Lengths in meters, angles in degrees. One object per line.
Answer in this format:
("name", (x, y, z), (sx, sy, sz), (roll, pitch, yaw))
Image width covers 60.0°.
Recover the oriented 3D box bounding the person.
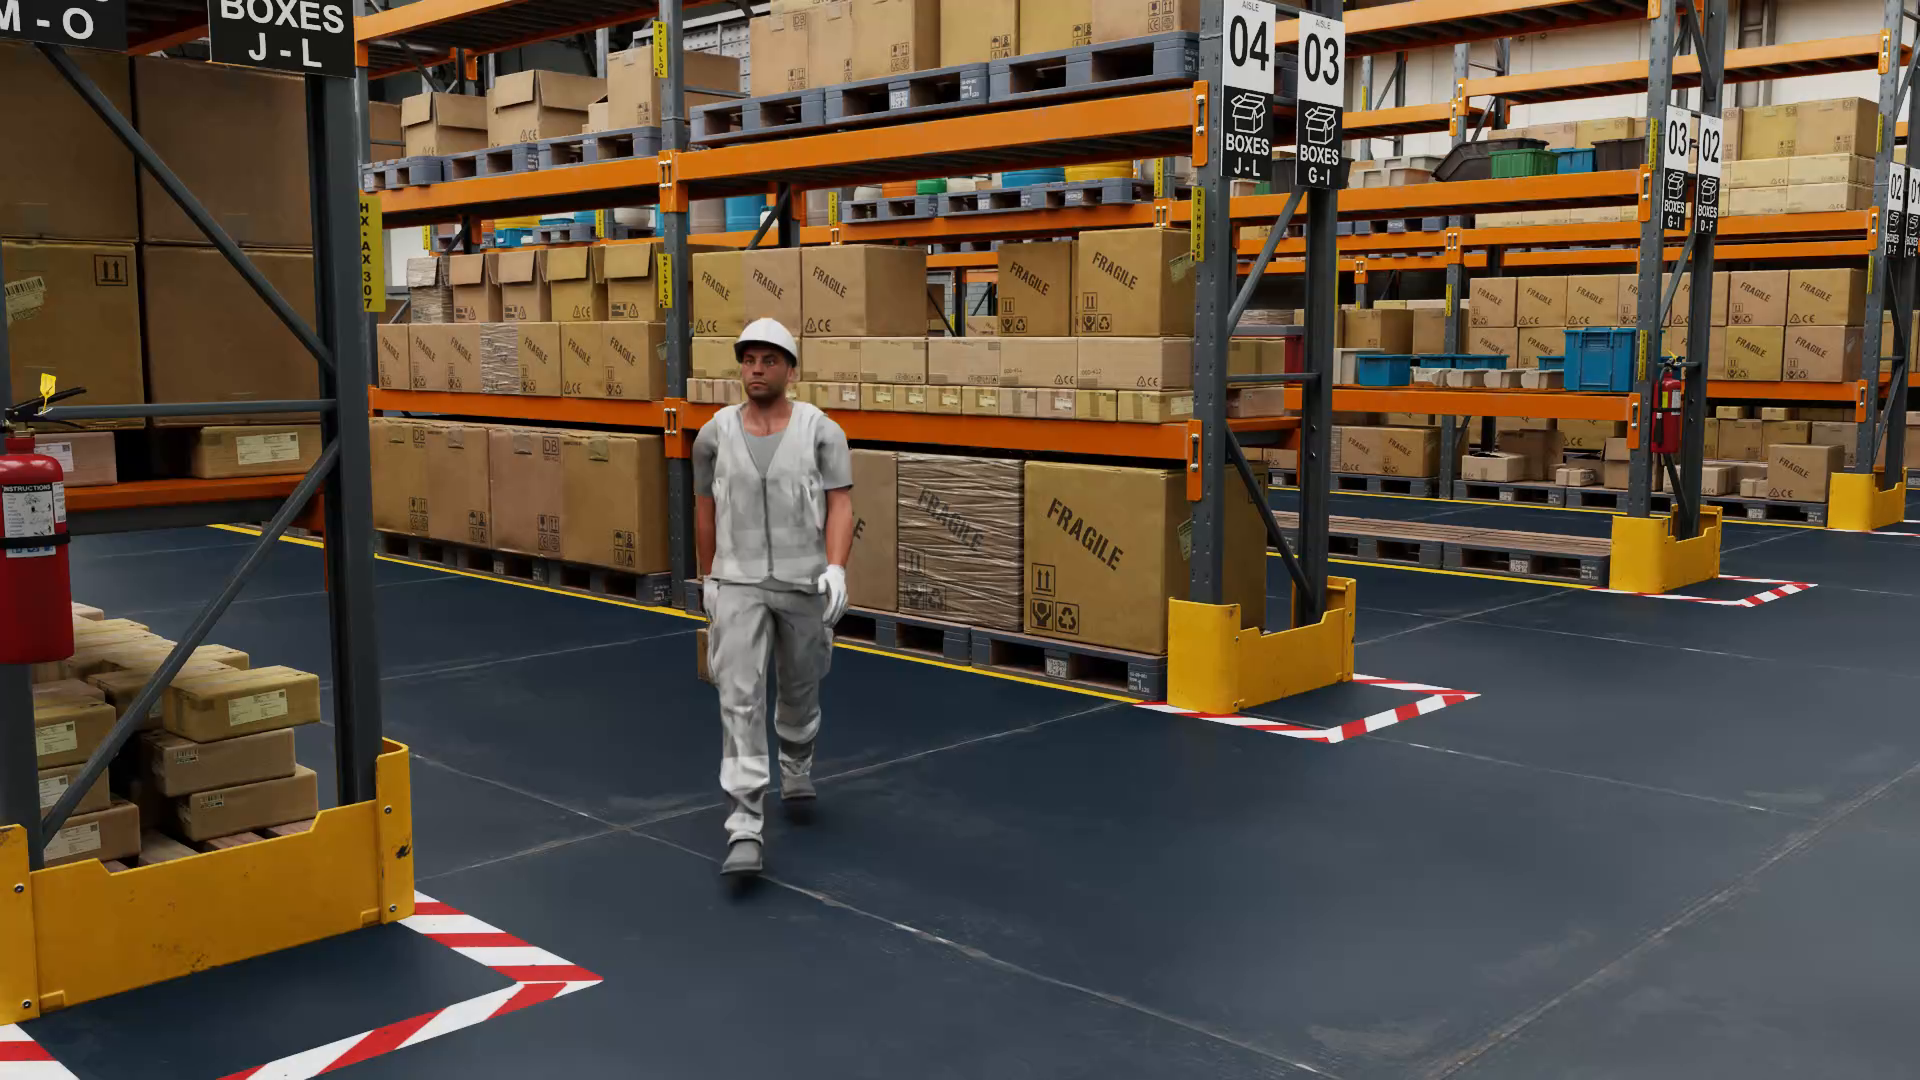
("person", (-0.612, 0.149, 5.455), (0.530, 1.742, 1.084), (-1, 7, -5))
